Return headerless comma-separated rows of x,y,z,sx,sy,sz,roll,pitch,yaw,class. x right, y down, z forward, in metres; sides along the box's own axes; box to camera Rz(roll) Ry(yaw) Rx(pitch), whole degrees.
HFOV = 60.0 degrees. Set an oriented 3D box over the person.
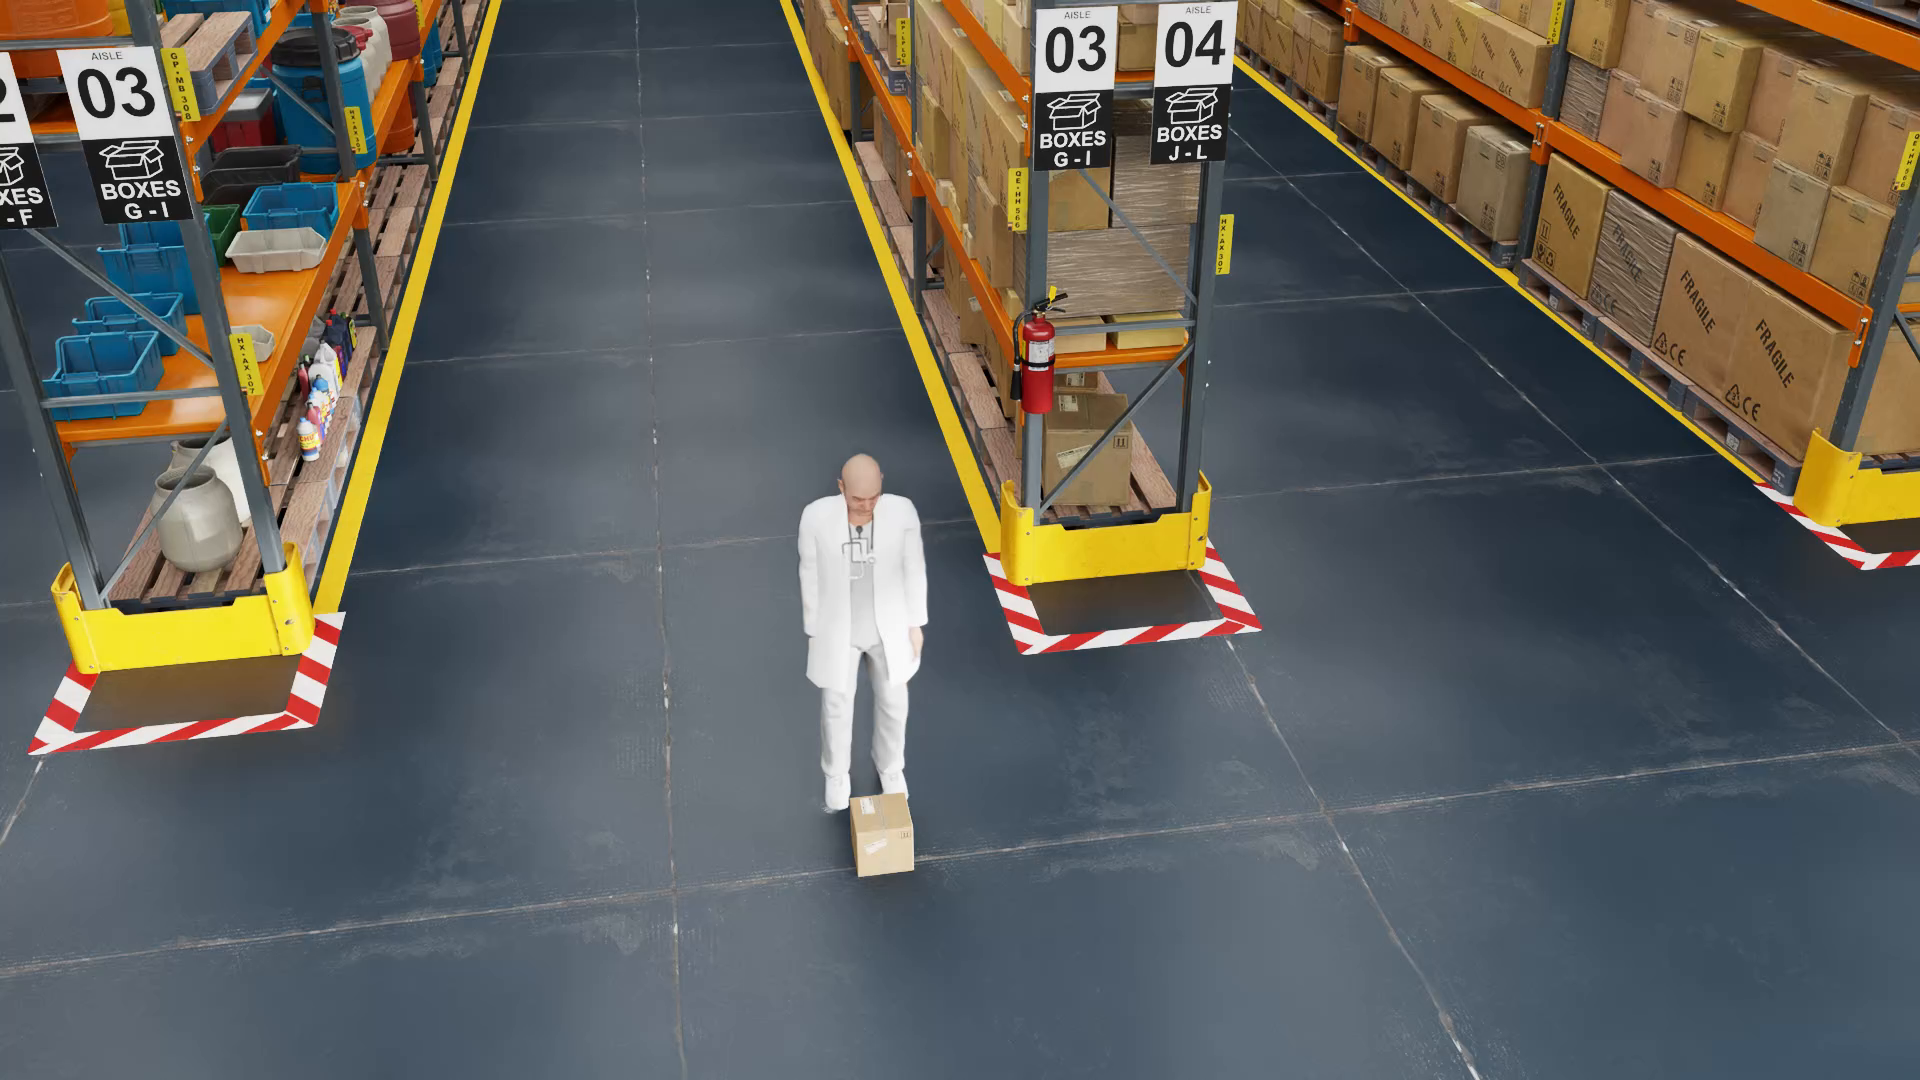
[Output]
-0.425,0.409,7.475,0.560,1.770,0.381,-5,31,-8,person
